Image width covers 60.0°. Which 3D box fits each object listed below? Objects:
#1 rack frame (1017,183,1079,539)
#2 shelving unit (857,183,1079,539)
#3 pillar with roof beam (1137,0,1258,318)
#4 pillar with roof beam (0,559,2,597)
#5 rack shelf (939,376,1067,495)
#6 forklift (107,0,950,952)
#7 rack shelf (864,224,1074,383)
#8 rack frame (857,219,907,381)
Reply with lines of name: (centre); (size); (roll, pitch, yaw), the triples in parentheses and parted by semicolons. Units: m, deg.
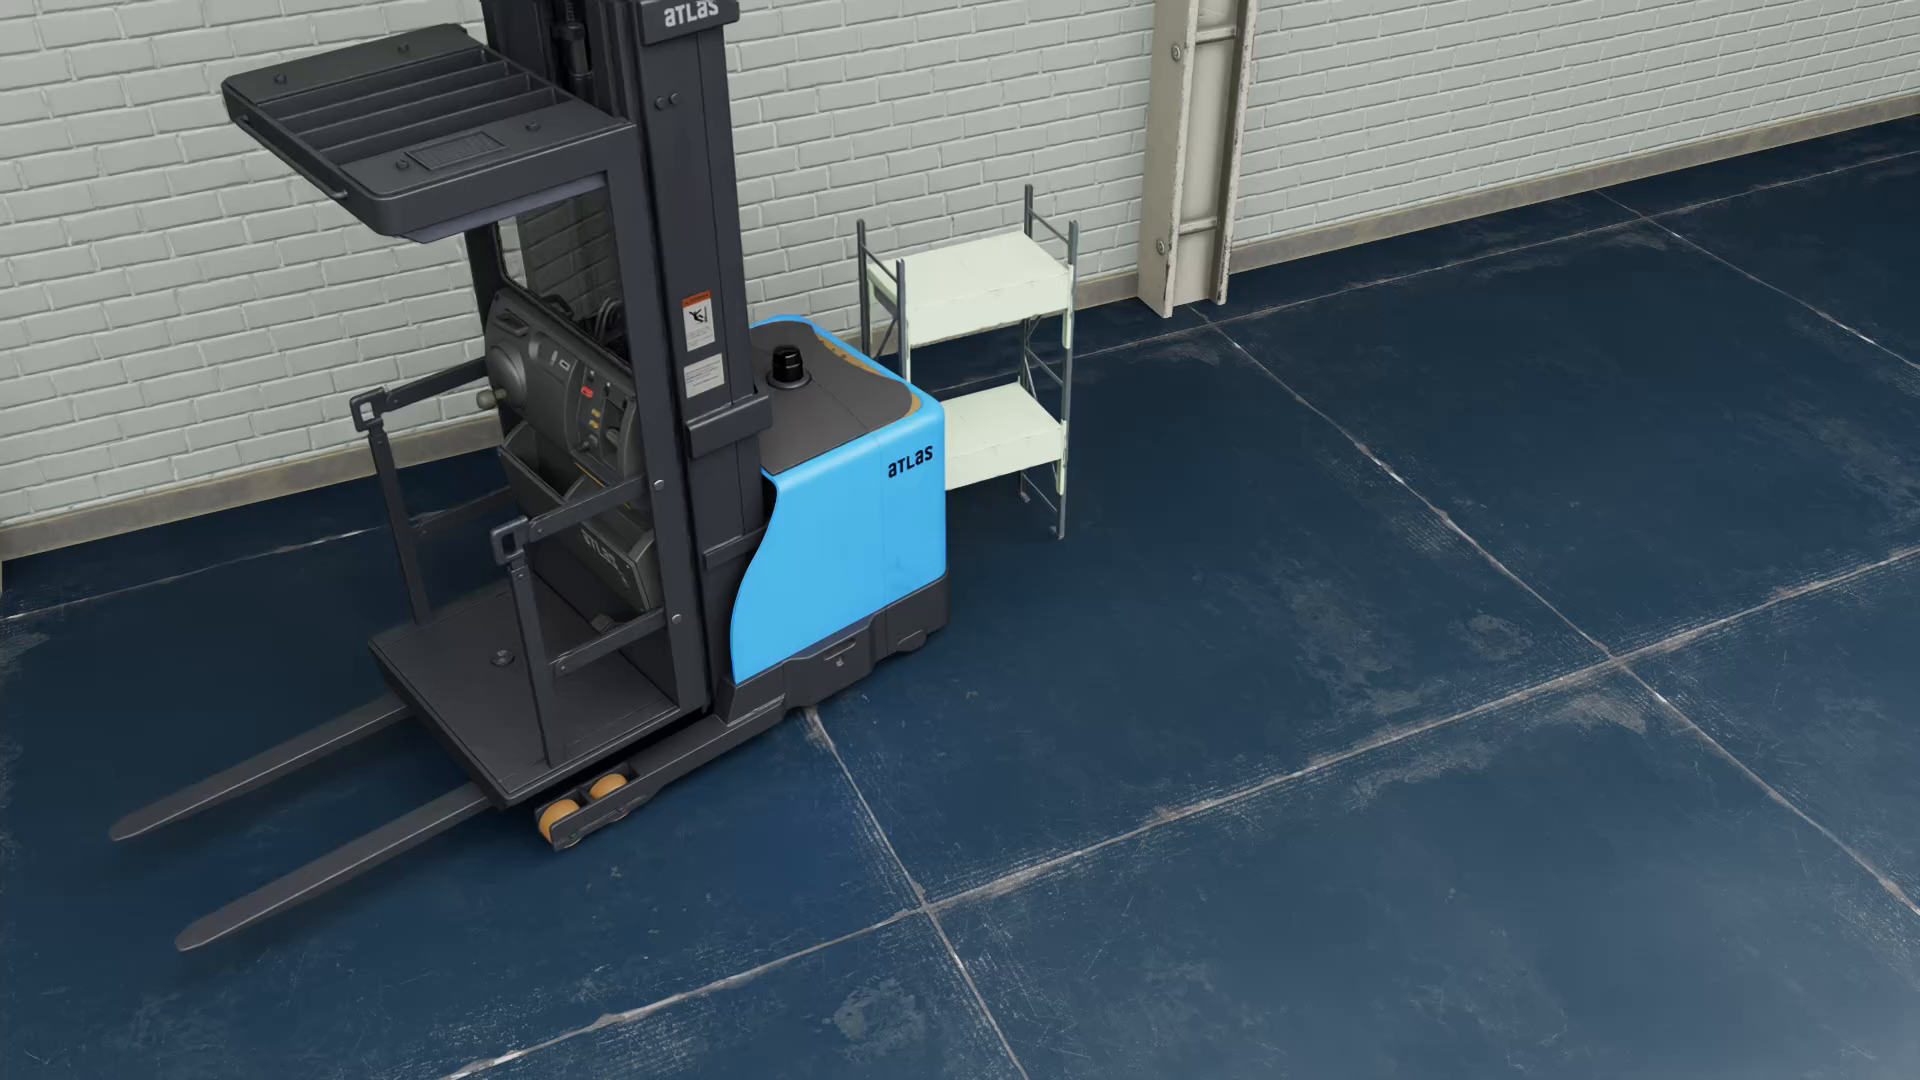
rack frame: (0.357, -0.717, 6.957); (0.023, 1.500, 0.400); (-16, 40, -21)
shelving unit: (0.028, -0.620, 6.827); (0.755, 1.500, 0.431); (-16, 40, -21)
pillar with roof beam: (3.024, -2.605, 3.208); (0.400, 9.000, 9.100); (-16, 39, -20)
pillar with roof beam: (-2.408, -1.086, 1.161); (0.400, 9.000, 9.100); (-16, 39, -20)
rack shelf: (0.028, -0.358, 7.022); (0.720, 0.370, 0.431); (-16, 40, -21)
forklift: (-1.488, -0.460, 5.409); (3.031, 2.935, 1.130); (-27, 44, -32)
rack shelf: (0.028, -0.934, 6.595); (0.720, 0.370, 0.431); (-16, 40, -21)
rack frame: (-0.300, -0.524, 6.697); (0.023, 1.500, 0.400); (-16, 40, -21)
